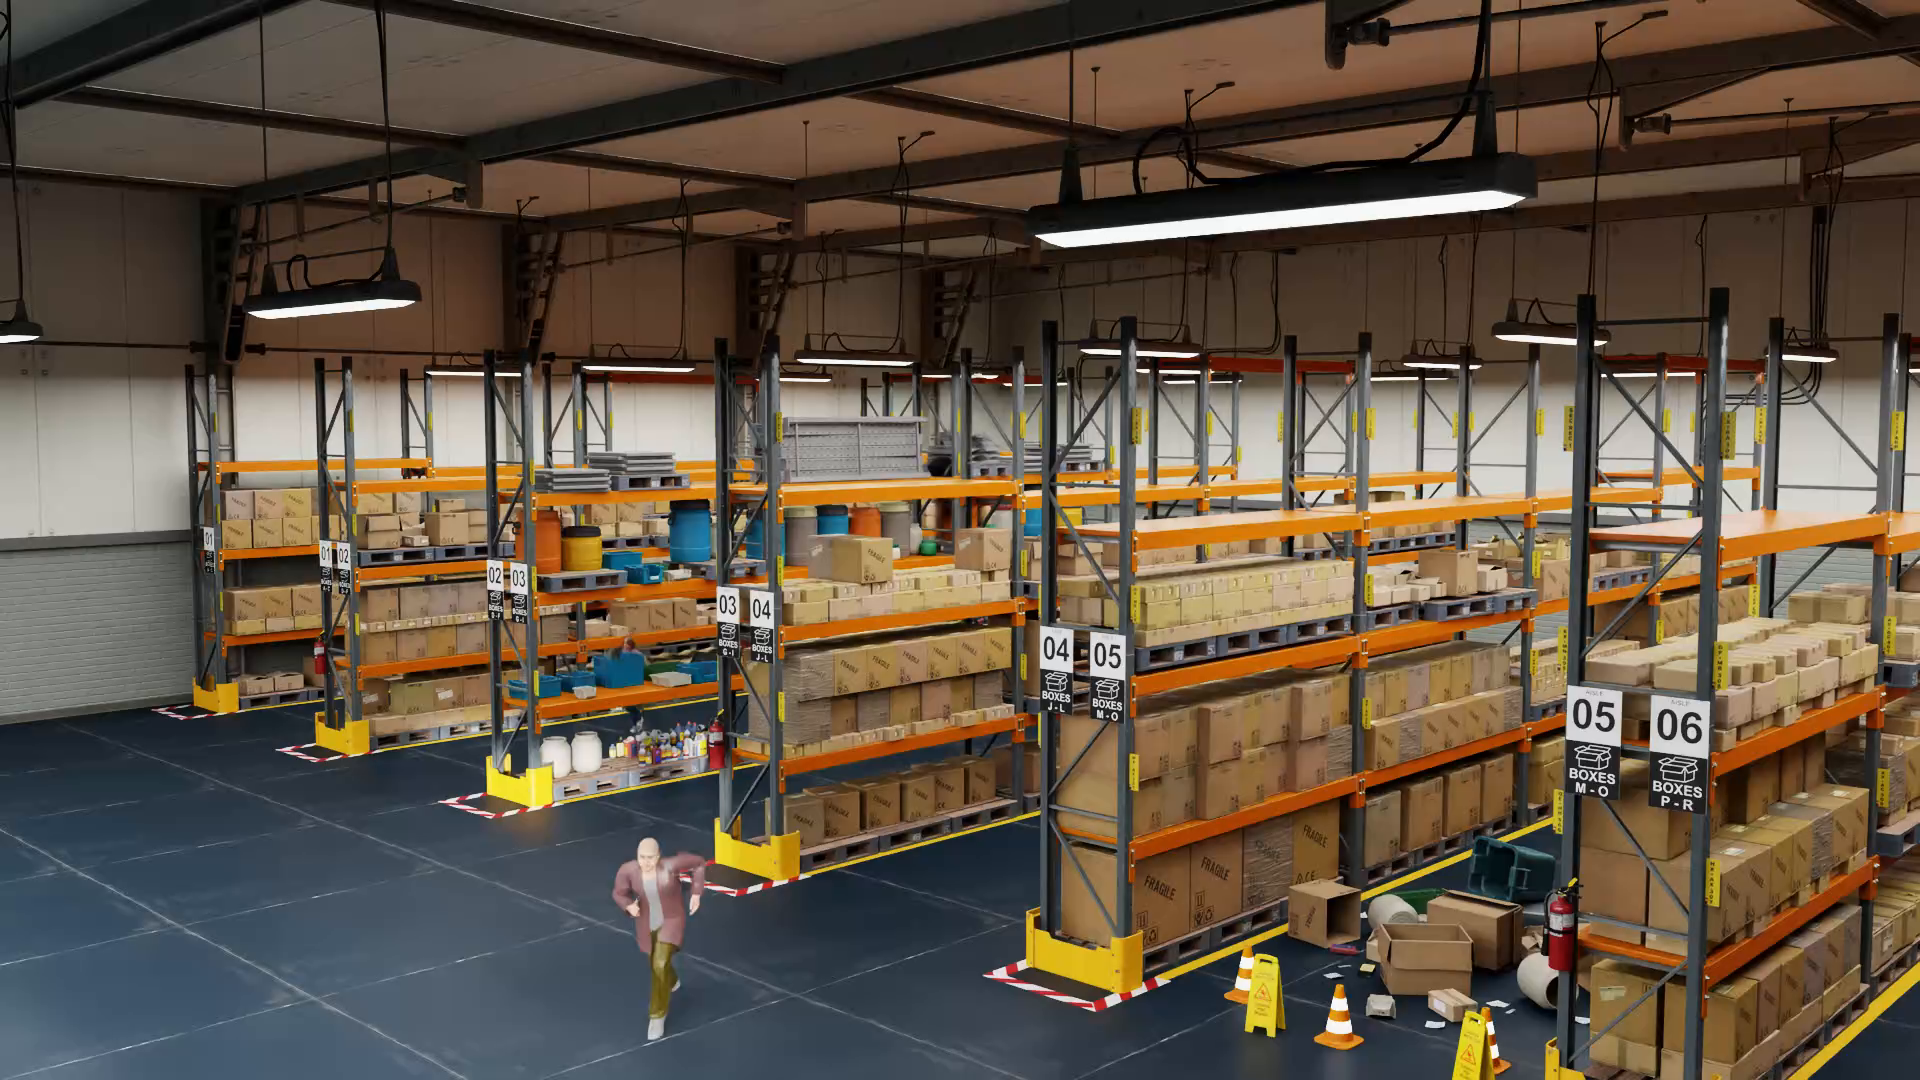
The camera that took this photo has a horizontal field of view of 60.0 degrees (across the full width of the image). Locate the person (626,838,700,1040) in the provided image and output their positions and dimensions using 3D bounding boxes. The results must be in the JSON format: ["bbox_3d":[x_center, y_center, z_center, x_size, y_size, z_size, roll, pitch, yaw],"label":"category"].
[{"bbox_3d":[-2.510,3.282,14.030,0.713,1.737,1.070,0,4,3],"label":"person"}]

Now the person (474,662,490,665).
[{"bbox_3d":[-8.342,2.227,29.139,0.736,1.434,0.731,3,5,36],"label":"person"}]

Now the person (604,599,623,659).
[{"bbox_3d":[-6.545,1.879,31.675,0.537,1.617,0.544,4,6,44],"label":"person"}]

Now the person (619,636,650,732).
[{"bbox_3d":[-5.320,2.329,26.733,0.539,1.566,0.576,2,5,26],"label":"person"}]
